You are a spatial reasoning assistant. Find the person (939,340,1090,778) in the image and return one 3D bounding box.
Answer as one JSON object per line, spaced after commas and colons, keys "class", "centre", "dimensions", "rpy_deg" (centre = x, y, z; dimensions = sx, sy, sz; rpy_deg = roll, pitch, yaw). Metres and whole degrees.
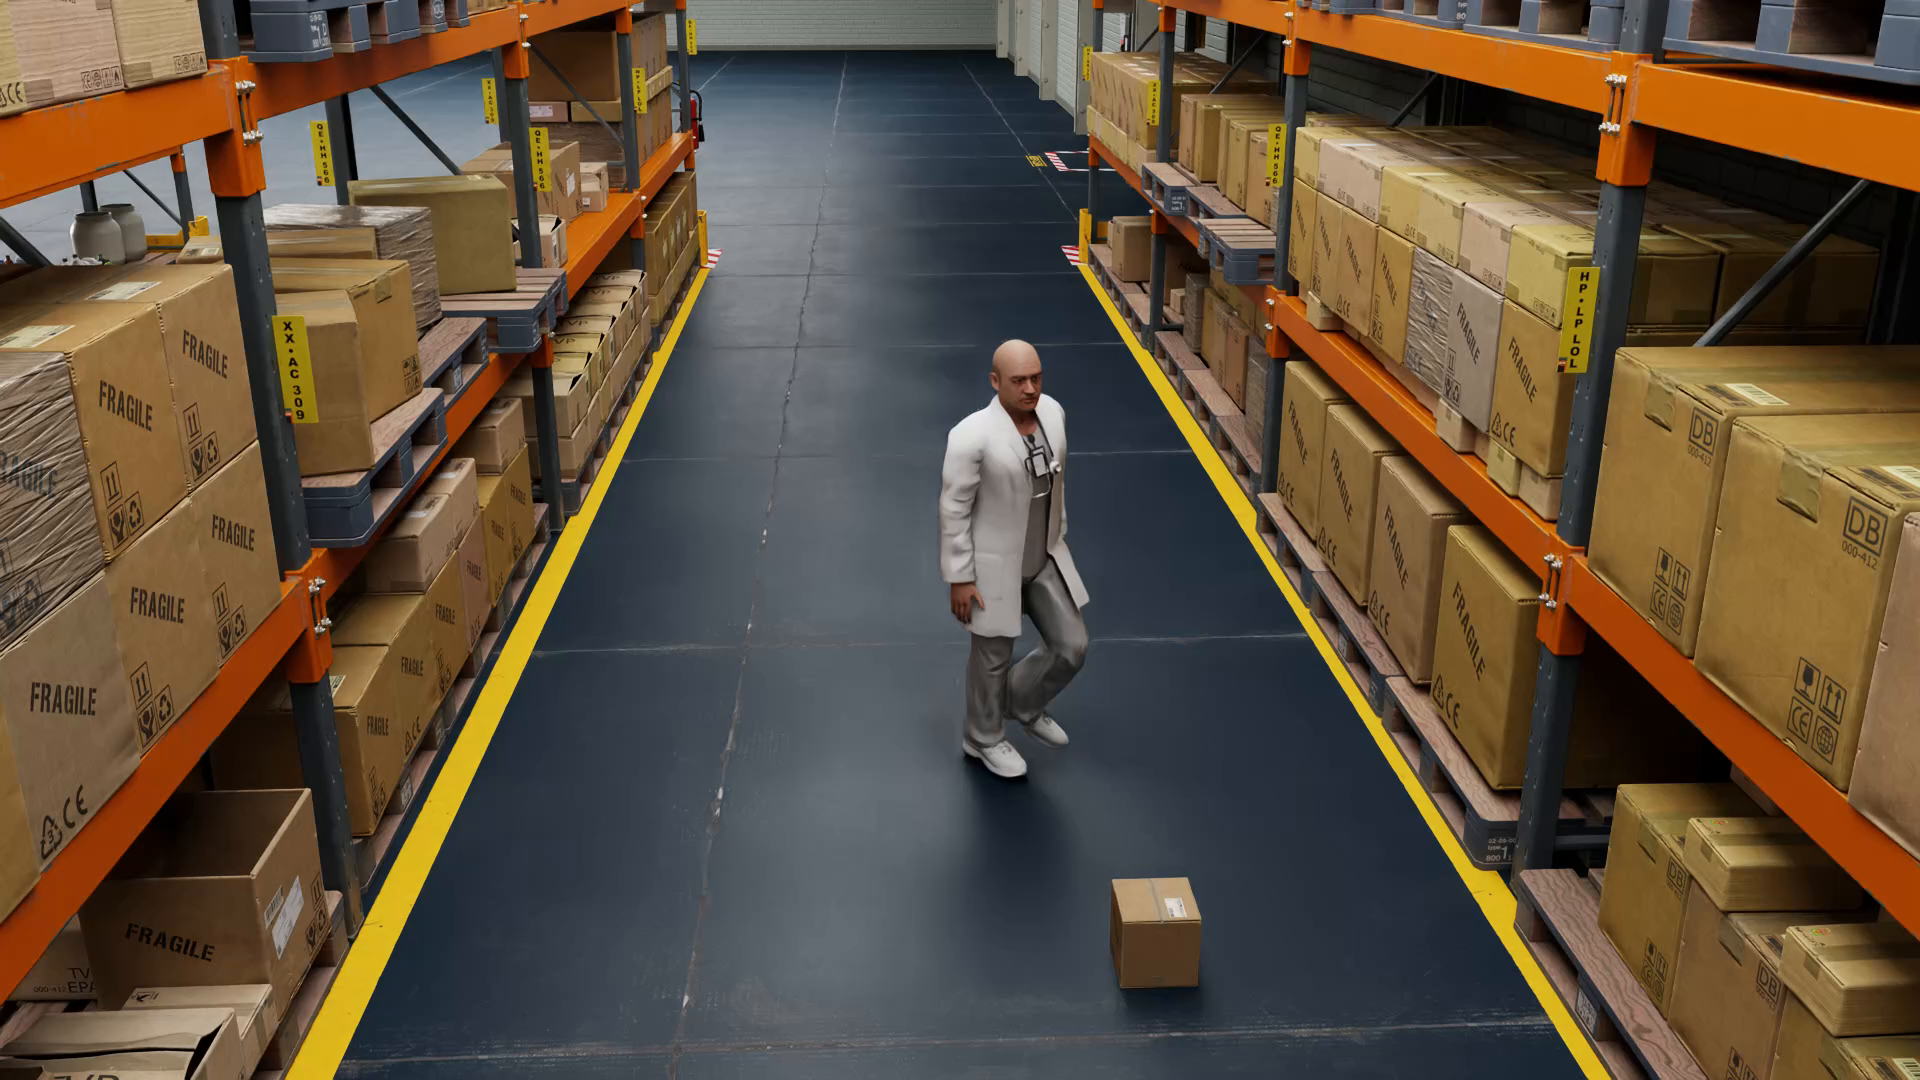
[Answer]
{"class": "person", "centre": [0.189, 0.087, 6.318], "dimensions": [0.635, 1.768, 0.521], "rpy_deg": [-14, 24, -33]}
